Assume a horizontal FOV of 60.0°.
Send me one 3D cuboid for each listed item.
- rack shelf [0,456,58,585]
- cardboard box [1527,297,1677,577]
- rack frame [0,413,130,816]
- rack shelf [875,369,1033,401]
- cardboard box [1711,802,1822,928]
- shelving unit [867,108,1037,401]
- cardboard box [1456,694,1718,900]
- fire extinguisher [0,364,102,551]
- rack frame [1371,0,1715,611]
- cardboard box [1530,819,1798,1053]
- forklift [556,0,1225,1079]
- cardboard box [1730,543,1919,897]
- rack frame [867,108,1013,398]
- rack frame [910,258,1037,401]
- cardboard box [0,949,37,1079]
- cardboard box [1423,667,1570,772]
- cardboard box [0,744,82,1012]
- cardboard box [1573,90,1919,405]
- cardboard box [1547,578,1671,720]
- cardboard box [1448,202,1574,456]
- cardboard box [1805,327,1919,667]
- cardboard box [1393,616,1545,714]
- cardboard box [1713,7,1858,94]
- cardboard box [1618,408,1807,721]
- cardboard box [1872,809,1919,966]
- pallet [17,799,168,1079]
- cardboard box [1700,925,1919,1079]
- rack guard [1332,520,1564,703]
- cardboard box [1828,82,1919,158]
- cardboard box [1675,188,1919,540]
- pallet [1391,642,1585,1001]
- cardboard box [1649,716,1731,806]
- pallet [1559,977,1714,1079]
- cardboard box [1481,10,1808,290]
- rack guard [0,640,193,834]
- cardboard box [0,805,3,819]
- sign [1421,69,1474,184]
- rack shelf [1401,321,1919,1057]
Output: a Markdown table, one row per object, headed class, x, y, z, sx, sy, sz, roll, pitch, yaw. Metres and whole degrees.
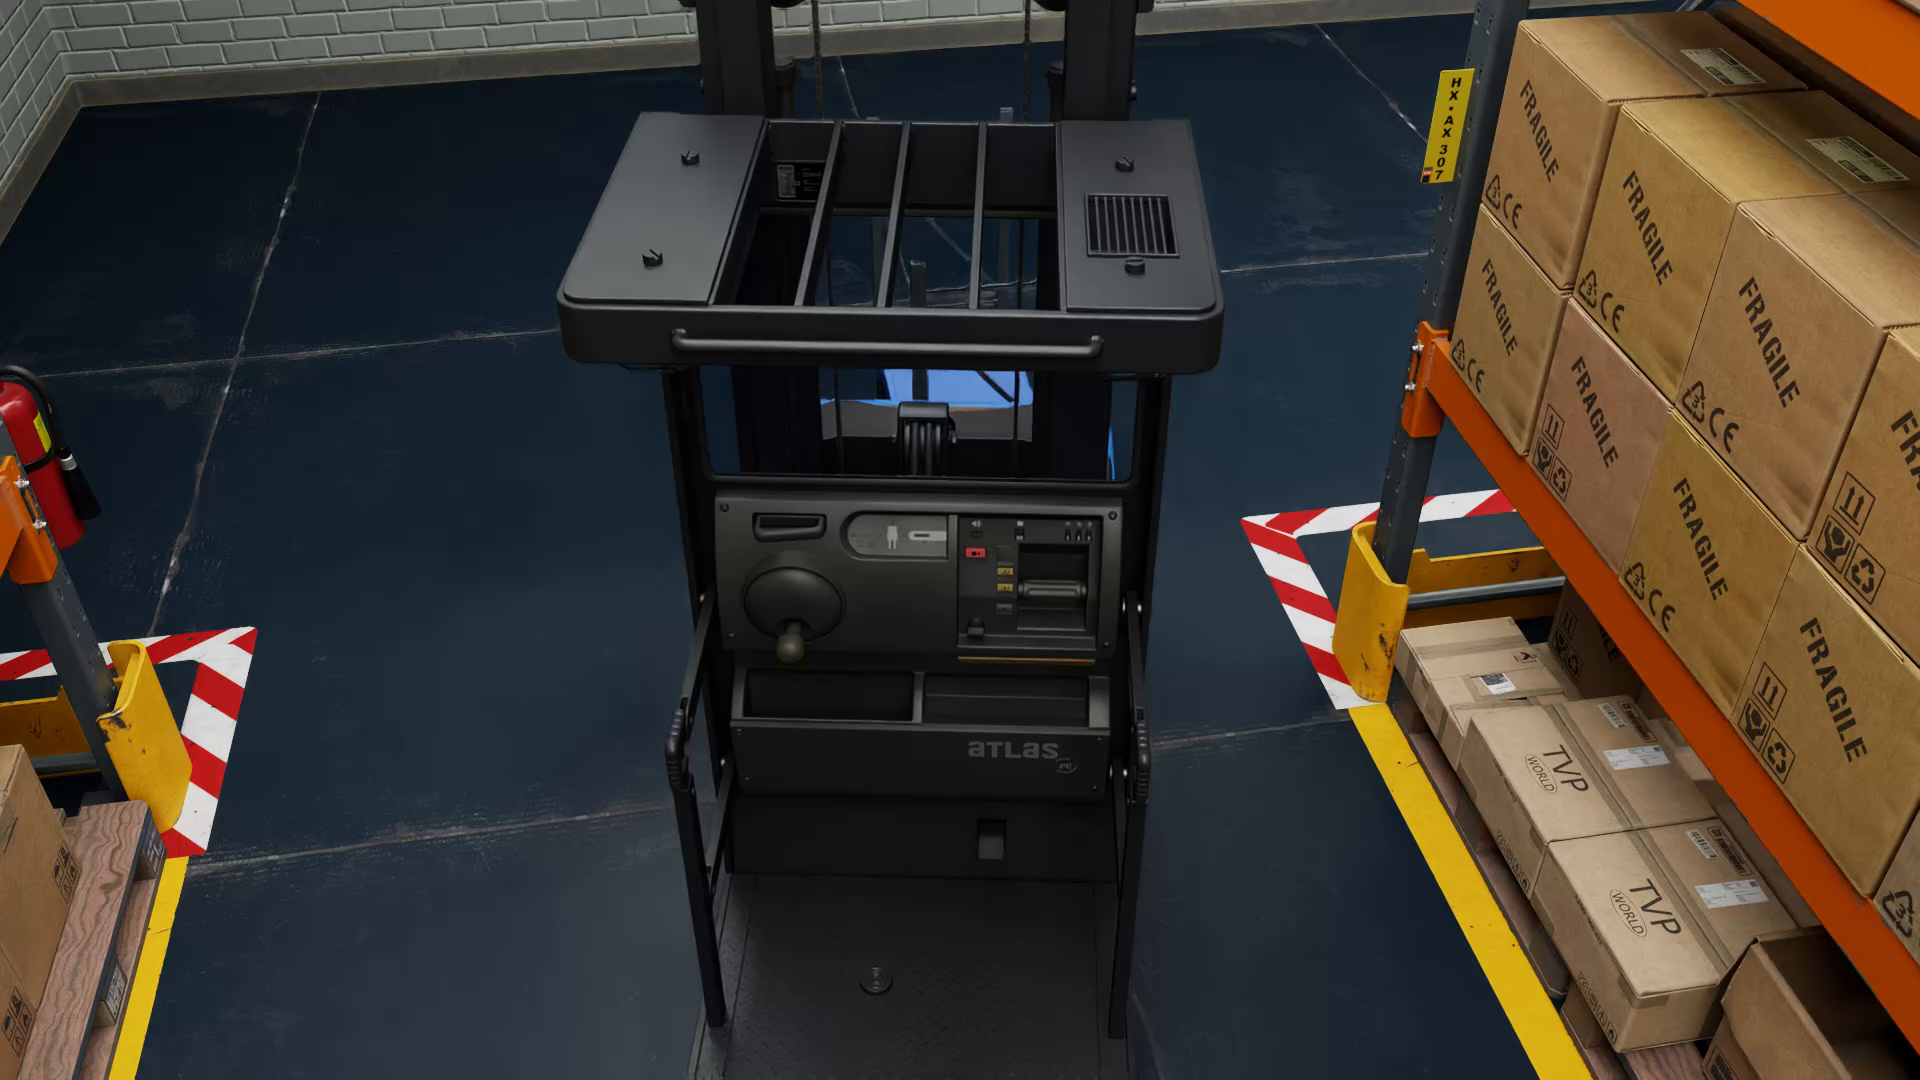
| class | x | y | z | sx | sy | sz | roll | pitch | yaw |
| --- | --- | --- | --- | --- | --- | --- | --- | --- | --- |
| rack shelf | -2.654 | 1.180 | 2.873 | 1.077 | 0.370 | 4.000 | -6 | 38 | -8 |
| cardboard box | 1.785 | -0.279 | 4.083 | 0.500 | 0.500 | 0.500 | -7 | 38 | -8 |
| rack frame | -3.005 | -0.312 | 4.207 | 1.000 | 3.000 | 0.127 | -6 | 38 | -8 |
| rack shelf | 0.018 | -0.411 | 5.850 | 0.538 | 0.185 | 1.000 | -6 | 38 | -8 |
| cardboard box | 2.346 | 0.944 | 4.473 | 0.500 | 0.250 | 0.500 | -6 | 38 | -8 |
| shelving unit | 0.018 | -0.553 | 5.740 | 0.538 | 1.500 | 1.048 | -6 | 38 | -8 |
| cardboard box | 1.775 | 0.726 | 4.753 | 0.500 | 0.250 | 0.500 | -6 | 38 | -8 |
| fire extinguisher | -2.577 | -0.275 | 4.526 | 0.296 | 0.674 | 0.183 | -6 | 38 | -8 |
| rack frame | 1.871 | -0.847 | 4.896 | 1.000 | 3.000 | 0.127 | -6 | 38 | -8 |
| cardboard box | 1.863 | 1.028 | 4.365 | 0.500 | 0.250 | 0.500 | -6 | 38 | -8 |
| forklift | -0.101 | 0.164 | 3.650 | 1.130 | 2.935 | 3.031 | 1 | 38 | 2 |
| cardboard box | 1.956 | 0.326 | 3.304 | 0.500 | 0.500 | 0.500 | -6 | 38 | -7 |
| rack frame | -0.067 | -0.861 | 6.136 | 0.500 | 1.500 | 0.032 | -6 | 38 | -8 |
| rack frame | 0.102 | -0.246 | 5.344 | 0.500 | 1.500 | 0.032 | -6 | 38 | -8 |
| cardboard box | -2.696 | 1.223 | 3.926 | 0.700 | 0.500 | 0.500 | -6 | 38 | -8 |
| cardboard box | 1.650 | 0.539 | 5.062 | 0.380 | 0.166 | 0.250 | -6 | 38 | -8 |
| cardboard box | -2.784 | 0.921 | 4.315 | 0.700 | 0.500 | 0.500 | -6 | 38 | -8 |
| cardboard box | 1.789 | -0.670 | 3.771 | 0.500 | 0.500 | 0.500 | -6 | 38 | -7 |
| cardboard box | 2.209 | 0.268 | 5.139 | 0.500 | 0.500 | 0.500 | -6 | 38 | -8 |
| cardboard box | 1.690 | -0.590 | 4.483 | 0.500 | 0.500 | 0.500 | -5 | 38 | -7 |
| cardboard box | 1.962 | -0.061 | 2.987 | 0.500 | 0.500 | 0.500 | -7 | 38 | -8 |
| cardboard box | 1.606 | 0.395 | 5.262 | 0.380 | 0.149 | 0.250 | -6 | 38 | -8 |
| cardboard box | 2.220 | -1.042 | 4.250 | 0.500 | 0.500 | 0.500 | -7 | 38 | -8 |
| cardboard box | 1.870 | 0.024 | 3.692 | 0.500 | 0.500 | 0.500 | -6 | 38 | -8 |
| cardboard box | 2.048 | 0.634 | 2.908 | 0.500 | 0.500 | 0.500 | -5 | 38 | -7 |
| pallet | -2.788 | 1.264 | 4.452 | 1.003 | 0.211 | 1.213 | -6 | 38 | -8 |
| cardboard box | 2.238 | 1.247 | 3.877 | 0.797 | 0.503 | 0.637 | -6 | 38 | -8 |
| rack guard | 1.885 | 0.186 | 5.603 | 1.175 | 0.500 | 0.348 | -6 | 38 | -8 |
| cardboard box | 2.310 | -0.737 | 3.858 | 0.500 | 0.500 | 0.500 | -5 | 38 | -7 |
| cardboard box | 1.872 | -0.368 | 3.382 | 0.500 | 0.500 | 0.500 | -6 | 38 | -7 |
| pallet | 2.025 | 0.781 | 5.072 | 1.003 | 0.211 | 1.213 | -6 | 38 | -8 |
| cardboard box | 2.192 | 0.654 | 4.914 | 0.380 | 0.166 | 0.250 | -6 | 38 | -8 |
| pallet | 2.236 | 1.517 | 4.126 | 1.003 | 0.211 | 1.213 | -6 | 38 | -8 |
| cardboard box | 1.690 | -0.985 | 4.177 | 0.500 | 0.500 | 0.500 | -5 | 38 | -7 |
| rack guard | -3.009 | 0.660 | 4.992 | 1.175 | 0.500 | 0.348 | -6 | 38 | -8 |
| cardboard box | -2.582 | 0.723 | 4.041 | 0.380 | 0.149 | 0.250 | -7 | 38 | -8 |
| sign | 1.337 | -1.131 | 4.555 | 0.100 | 0.325 | 0.005 | -6 | 38 | -8 |
| rack shelf | 2.222 | 0.645 | 3.561 | 1.077 | 0.370 | 4.000 | -6 | 38 | -8 |
